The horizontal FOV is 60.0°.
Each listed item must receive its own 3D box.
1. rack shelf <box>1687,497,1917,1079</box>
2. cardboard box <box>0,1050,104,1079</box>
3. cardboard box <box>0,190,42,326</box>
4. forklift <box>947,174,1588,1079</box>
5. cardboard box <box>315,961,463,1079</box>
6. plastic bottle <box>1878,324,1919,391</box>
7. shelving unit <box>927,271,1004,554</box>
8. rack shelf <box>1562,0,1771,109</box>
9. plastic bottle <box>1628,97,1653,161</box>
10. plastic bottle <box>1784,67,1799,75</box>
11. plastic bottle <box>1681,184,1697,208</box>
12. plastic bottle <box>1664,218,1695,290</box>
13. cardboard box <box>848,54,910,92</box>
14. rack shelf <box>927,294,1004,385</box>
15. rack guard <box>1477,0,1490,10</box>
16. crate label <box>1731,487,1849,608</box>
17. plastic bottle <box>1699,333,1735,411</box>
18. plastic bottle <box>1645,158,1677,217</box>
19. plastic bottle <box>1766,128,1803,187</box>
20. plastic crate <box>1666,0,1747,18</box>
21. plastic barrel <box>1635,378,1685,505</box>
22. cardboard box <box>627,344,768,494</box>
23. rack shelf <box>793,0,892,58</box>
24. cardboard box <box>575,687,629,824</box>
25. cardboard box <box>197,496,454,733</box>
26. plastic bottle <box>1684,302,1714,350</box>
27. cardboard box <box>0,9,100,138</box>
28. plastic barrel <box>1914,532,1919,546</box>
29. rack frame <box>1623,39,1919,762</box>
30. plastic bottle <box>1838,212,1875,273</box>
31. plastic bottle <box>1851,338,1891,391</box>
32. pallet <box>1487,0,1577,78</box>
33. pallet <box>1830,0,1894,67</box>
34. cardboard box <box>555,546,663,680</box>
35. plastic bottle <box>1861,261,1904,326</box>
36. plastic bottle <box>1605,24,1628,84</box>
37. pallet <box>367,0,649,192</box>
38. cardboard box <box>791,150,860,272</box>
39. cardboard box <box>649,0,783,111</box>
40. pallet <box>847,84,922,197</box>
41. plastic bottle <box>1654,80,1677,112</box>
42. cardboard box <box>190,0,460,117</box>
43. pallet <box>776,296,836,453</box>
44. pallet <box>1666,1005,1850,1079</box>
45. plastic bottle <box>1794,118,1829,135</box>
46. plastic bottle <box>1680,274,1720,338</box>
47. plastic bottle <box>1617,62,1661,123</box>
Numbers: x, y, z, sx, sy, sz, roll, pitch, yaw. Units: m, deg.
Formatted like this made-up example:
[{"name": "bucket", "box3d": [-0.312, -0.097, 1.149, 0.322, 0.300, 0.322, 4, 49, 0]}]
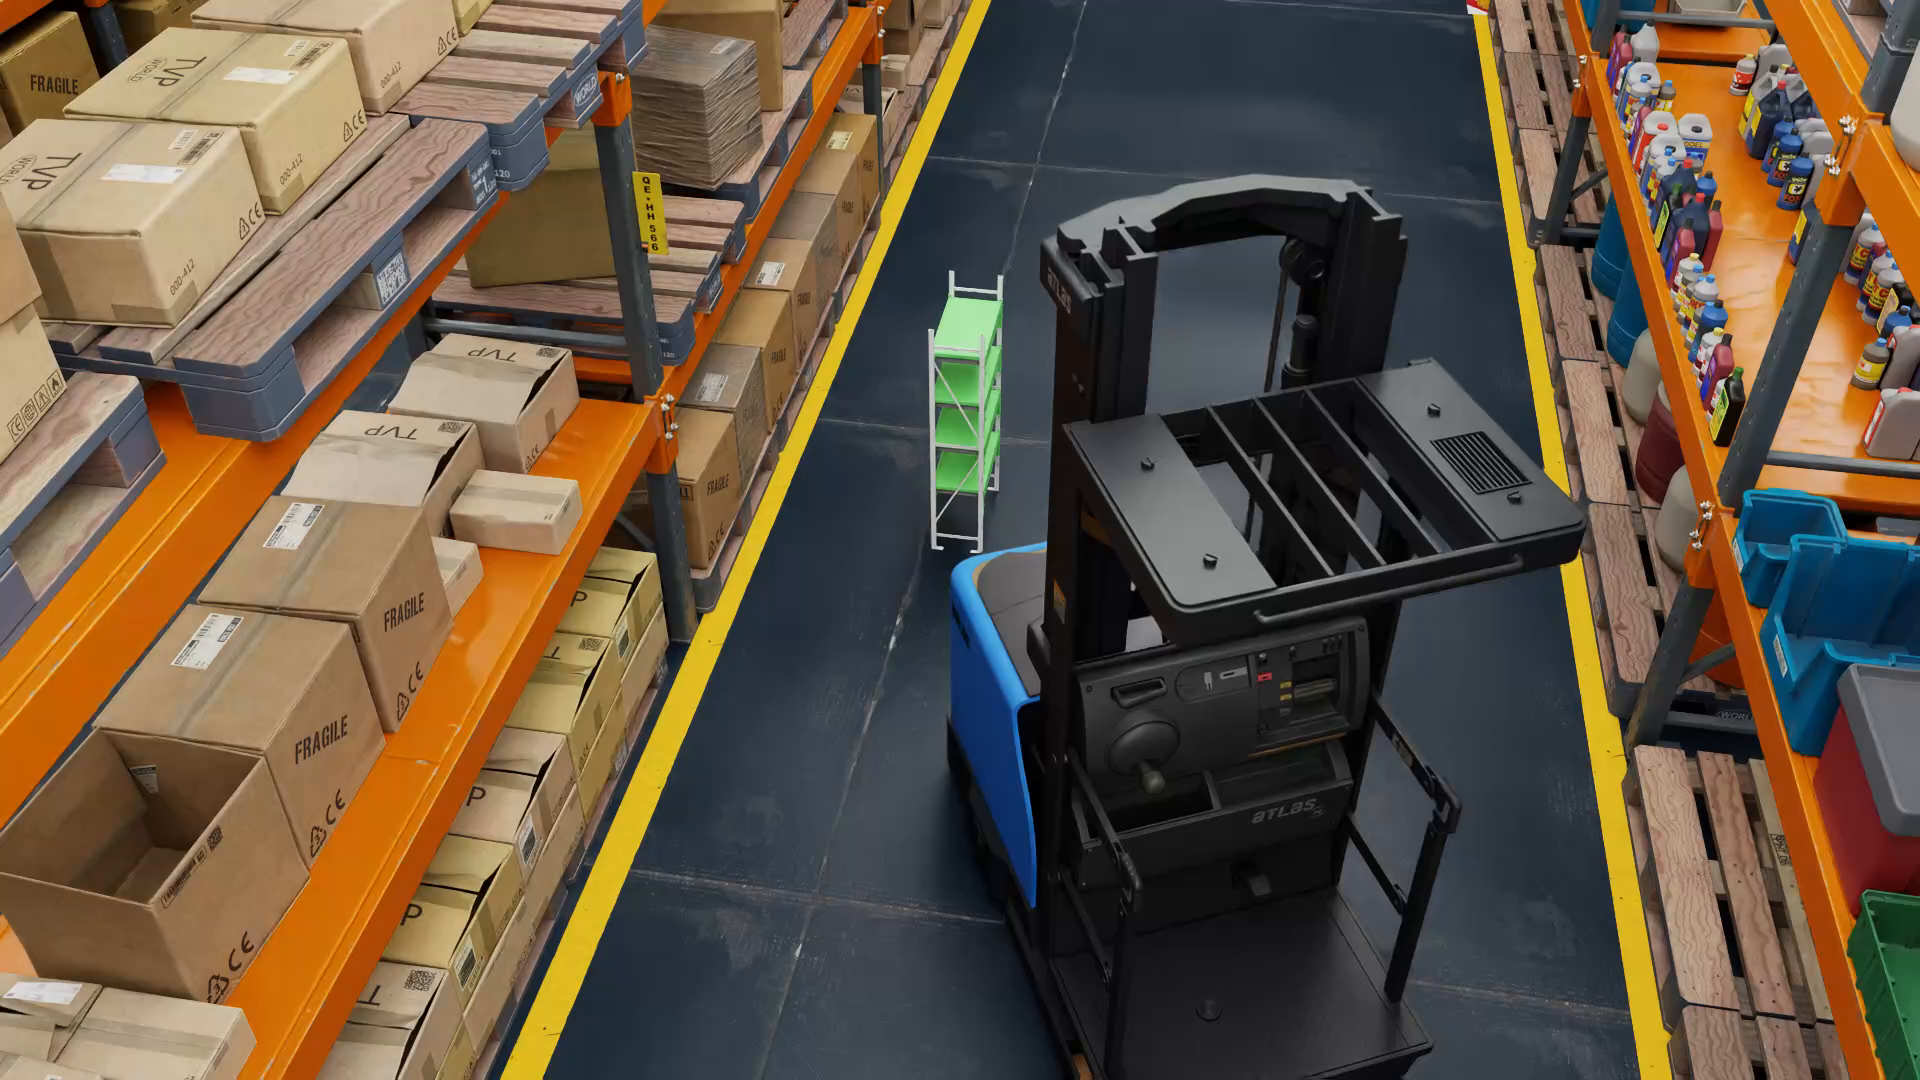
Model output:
[{"name": "rack shelf", "box3d": [2.868, 1.291, 4.496, 1.077, 0.370, 4.000, 6, 40, 8]}, {"name": "cardboard box", "box3d": [-2.314, 1.464, 3.840, 0.500, 0.250, 0.500, 9, 40, 10]}, {"name": "cardboard box", "box3d": [-2.135, -0.572, 3.030, 0.500, 0.500, 0.500, 10, 41, 12]}, {"name": "forklift", "box3d": [0.870, 0.577, 4.849, 1.130, 2.935, 3.031, -11, 41, -13]}, {"name": "cardboard box", "box3d": [-1.859, 1.532, 5.029, 0.500, 0.311, 0.500, 5, 40, 6]}, {"name": "plastic bottle", "box3d": [3.688, -0.720, 6.461, 0.152, 0.276, 0.135, 6, 40, 8]}, {"name": "shelving unit", "box3d": [0.029, -0.566, 7.590, 0.258, 1.200, 0.503, 6, 40, 8]}, {"name": "rack shelf", "box3d": [4.253, -3.730, 10.569, 1.077, 0.370, 4.000, 6, 40, 8]}, {"name": "plastic bottle", "box3d": [3.269, -1.967, 7.963, 0.061, 0.283, 0.133, 6, 40, 8]}, {"name": "plastic bottle", "box3d": [4.162, -2.274, 8.335, 0.061, 0.283, 0.133, 6, 40, 8]}, {"name": "plastic bottle", "box3d": [3.177, -1.408, 7.287, 0.061, 0.283, 0.133, 6, 40, 8]}, {"name": "plastic bottle", "box3d": [3.062, -1.215, 7.054, 0.061, 0.283, 0.133, 6, 40, 8]}, {"name": "cardboard box", "box3d": [-0.546, -3.162, 11.195, 0.380, 0.166, 0.250, 6, 40, 8]}, {"name": "rack shelf", "box3d": [0.029, -0.887, 7.325, 0.258, 0.148, 0.480, 6, 40, 8]}, {"name": "rack guard", "box3d": [4.590, -4.315, 12.674, 1.175, 0.500, 0.348, 6, 40, 8]}, {"name": "crate label", "box3d": [2.772, 0.046, 5.569, 0.303, 0.233, 0.416, 6, 40, 8]}, {"name": "plastic bottle", "box3d": [2.904, -0.642, 6.361, 0.061, 0.283, 0.133, 6, 40, 8]}, {"name": "plastic bottle", "box3d": [3.187, -1.596, 7.525, 0.097, 0.271, 0.097, 0, 40, 0]}, {"name": "plastic bottle", "box3d": [3.857, -1.791, 7.760, 0.097, 0.271, 0.097, 0, 40, 0]}, {"name": "plastic crate", "box3d": [4.128, -2.950, 9.220, 0.396, 0.136, 0.243, 6, 40, 8]}, {"name": "plastic barrel", "box3d": [3.478, -0.492, 7.650, 0.600, 0.588, 0.708, 6, 40, 8]}, {"name": "cardboard box", "box3d": [-1.218, -0.580, 7.810, 0.500, 0.500, 0.500, 5, 40, 6]}, {"name": "rack shelf", "box3d": [-0.625, -4.278, 11.232, 1.077, 0.370, 4.000, 6, 40, 8]}, {"name": "cardboard box", "box3d": [-1.600, 0.789, 6.367, 0.500, 0.250, 0.500, 6, 40, 7]}, {"name": "cardboard box", "box3d": [-1.938, 0.226, 5.141, 0.500, 0.500, 0.500, 4, 40, 5]}, {"name": "plastic bottle", "box3d": [2.992, -0.864, 6.694, 0.097, 0.201, 0.097, 0, 40, 0]}, {"name": "cardboard box", "box3d": [-5.836, -2.755, 10.183, 0.750, 0.750, 0.750, 7, 40, 8]}, {"name": "plastic barrel", "box3d": [3.432, 0.031, 5.349, 0.600, 0.536, 0.708, 6, 40, 8]}, {"name": "rack frame", "box3d": [3.214, -0.242, 5.785, 1.000, 3.000, 0.127, 6, 40, 8]}, {"name": "plastic bottle", "box3d": [3.847, -1.300, 7.163, 0.152, 0.276, 0.135, 6, 40, 8]}, {"name": "plastic bottle", "box3d": [3.561, -0.693, 6.487, 0.097, 0.201, 0.097, 0, 40, 0]}, {"name": "pallet", "box3d": [4.418, -3.674, 12.125, 1.003, 0.211, 1.213, 6, 40, 8]}, {"name": "pallet", "box3d": [3.443, -1.794, 5.457, 1.003, 0.211, 1.213, 6, 40, 8]}, {"name": "cardboard box", "box3d": [-1.512, 0.247, 6.582, 0.500, 0.311, 0.500, 7, 40, 9]}, {"name": "plastic bottle", "box3d": [3.798, -1.017, 6.823, 0.097, 0.271, 0.097, 0, 40, 0]}, {"name": "plastic bottle", "box3d": [3.423, -2.524, 8.637, 0.061, 0.283, 0.133, 6, 40, 8]}, {"name": "pallet", "box3d": [-1.693, -1.438, 5.026, 1.213, 0.211, 1.003, 8, 40, 10]}, {"name": "cardboard box", "box3d": [-0.868, -1.856, 9.354, 0.500, 0.500, 0.500, 7, 40, 8]}, {"name": "cardboard box", "box3d": [-1.216, -2.385, 7.970, 0.700, 0.500, 0.500, -3, 40, -4]}, {"name": "pallet", "box3d": [-0.852, -2.657, 10.895, 1.003, 0.211, 1.213, 6, 40, 8]}, {"name": "plastic bottle", "box3d": [3.514, -2.195, 8.304, 0.097, 0.201, 0.097, 0, 40, 0]}, {"name": "cardboard box", "box3d": [-1.760, -1.428, 4.654, 0.500, 0.250, 0.500, 7, 40, 9]}, {"name": "pallet", "box3d": [-1.284, -0.943, 8.822, 1.003, 0.211, 1.213, 6, 40, 8]}, {"name": "pallet", "box3d": [2.829, 2.078, 5.167, 1.003, 0.211, 1.213, 6, 40, 8]}, {"name": "plastic bottle", "box3d": [4.006, -1.875, 7.858, 0.152, 0.276, 0.135, 6, 40, 8]}, {"name": "plastic bottle", "box3d": [3.009, -0.953, 6.746, 0.097, 0.271, 0.097, 0, 40, 0]}, {"name": "plastic bottle", "box3d": [3.388, -2.226, 8.283, 0.152, 0.276, 0.135, 6, 40, 8]}]
